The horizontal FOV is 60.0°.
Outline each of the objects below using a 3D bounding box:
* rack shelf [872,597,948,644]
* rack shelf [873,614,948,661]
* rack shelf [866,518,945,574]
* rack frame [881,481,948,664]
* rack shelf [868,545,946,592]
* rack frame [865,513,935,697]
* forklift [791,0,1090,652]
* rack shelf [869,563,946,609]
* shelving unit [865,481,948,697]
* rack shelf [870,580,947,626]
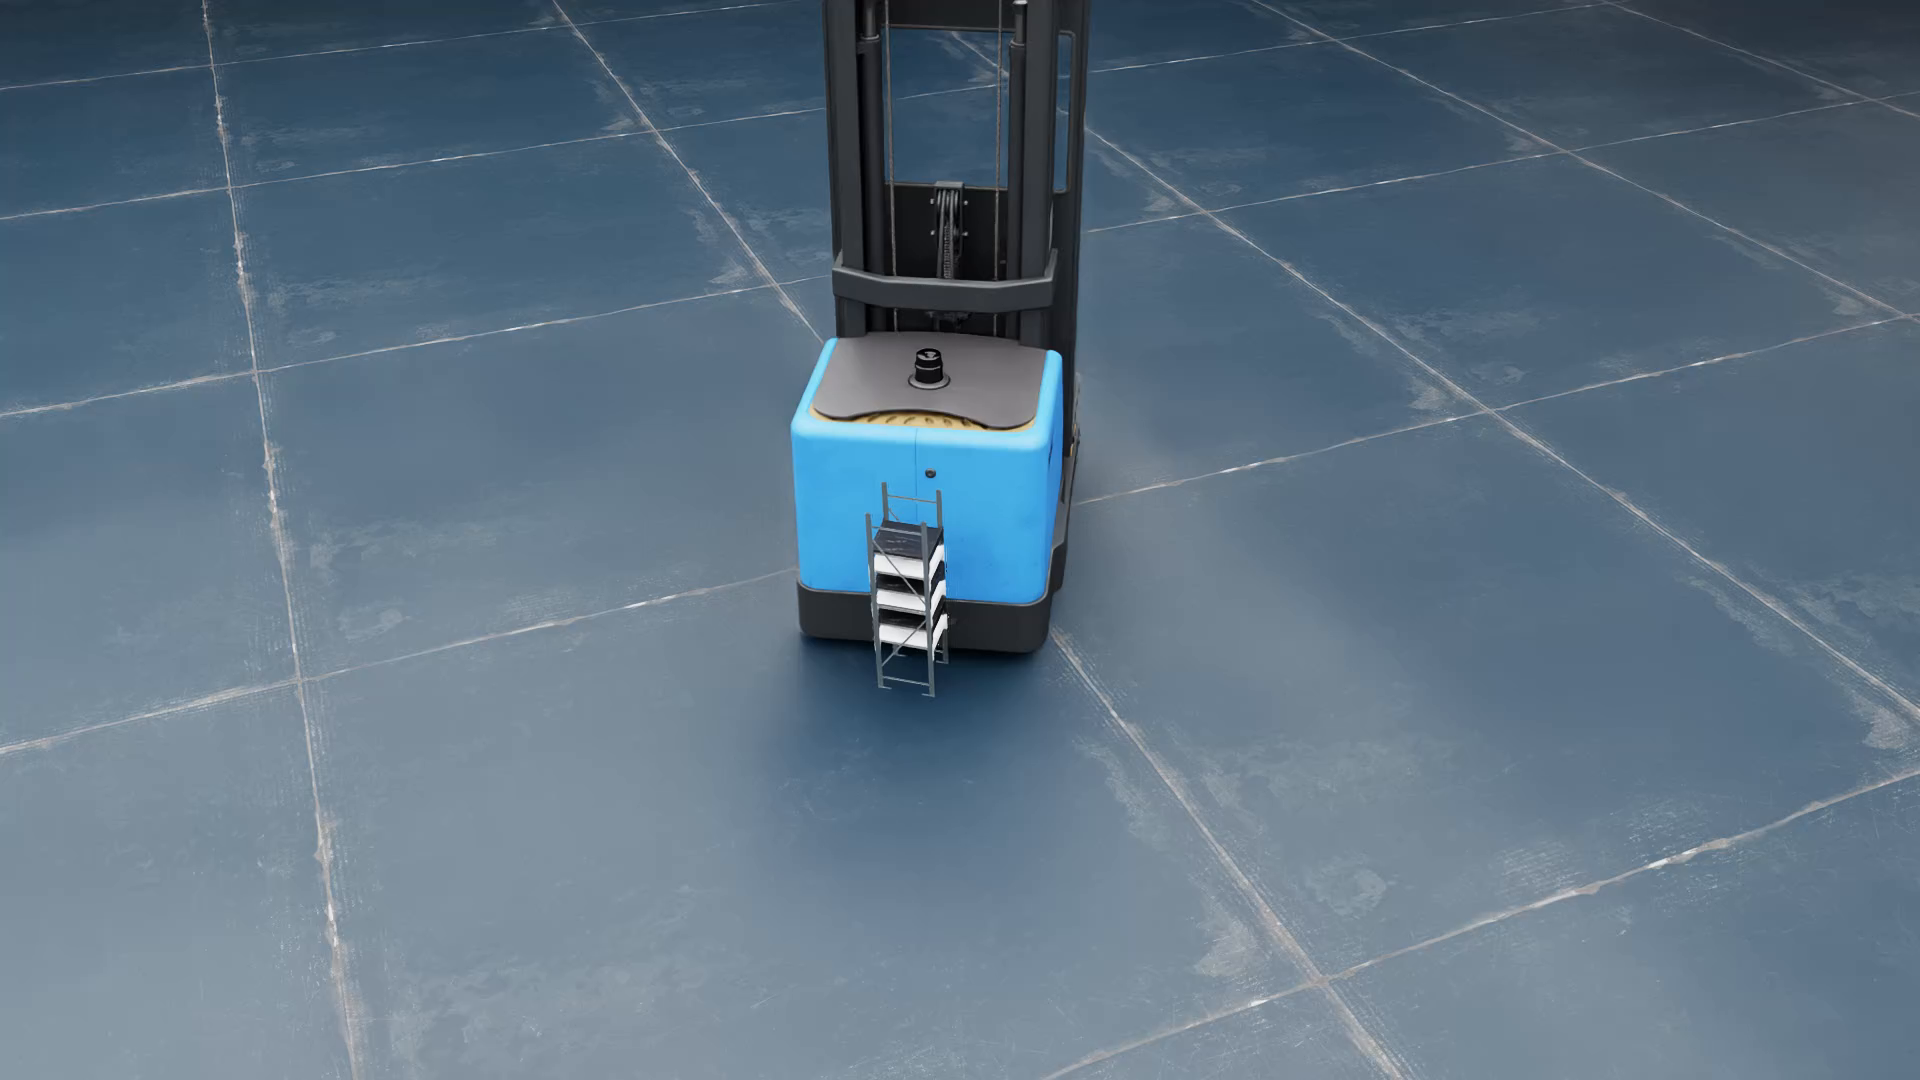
[{"bbox_3d":[-0.200,0.304,6.668,0.258,0.077,0.200,9,40,13],"label":"rack shelf"},{"bbox_3d":[-0.198,0.374,6.724,0.258,0.077,0.200,9,40,13],"label":"rack shelf"},{"bbox_3d":[-0.209,0.022,6.445,0.258,0.077,0.200,9,40,13],"label":"rack shelf"},{"bbox_3d":[-0.176,0.146,6.668,0.240,0.900,0.006,9,40,13],"label":"rack frame"},{"bbox_3d":[-0.207,0.092,6.501,0.258,0.077,0.200,9,40,13],"label":"rack shelf"},{"bbox_3d":[-0.230,0.268,6.515,0.240,0.900,0.006,9,40,13],"label":"rack frame"},{"bbox_3d":[0.012,-1.549,7.443,1.130,2.935,3.031,4,33,6],"label":"forklift"},{"bbox_3d":[-0.205,0.163,6.556,0.258,0.077,0.200,9,40,13],"label":"rack shelf"},{"bbox_3d":[-0.203,0.207,6.592,0.258,0.900,0.210,9,40,13],"label":"shelving unit"},{"bbox_3d":[-0.202,0.233,6.612,0.258,0.077,0.200,9,40,13],"label":"rack shelf"}]
